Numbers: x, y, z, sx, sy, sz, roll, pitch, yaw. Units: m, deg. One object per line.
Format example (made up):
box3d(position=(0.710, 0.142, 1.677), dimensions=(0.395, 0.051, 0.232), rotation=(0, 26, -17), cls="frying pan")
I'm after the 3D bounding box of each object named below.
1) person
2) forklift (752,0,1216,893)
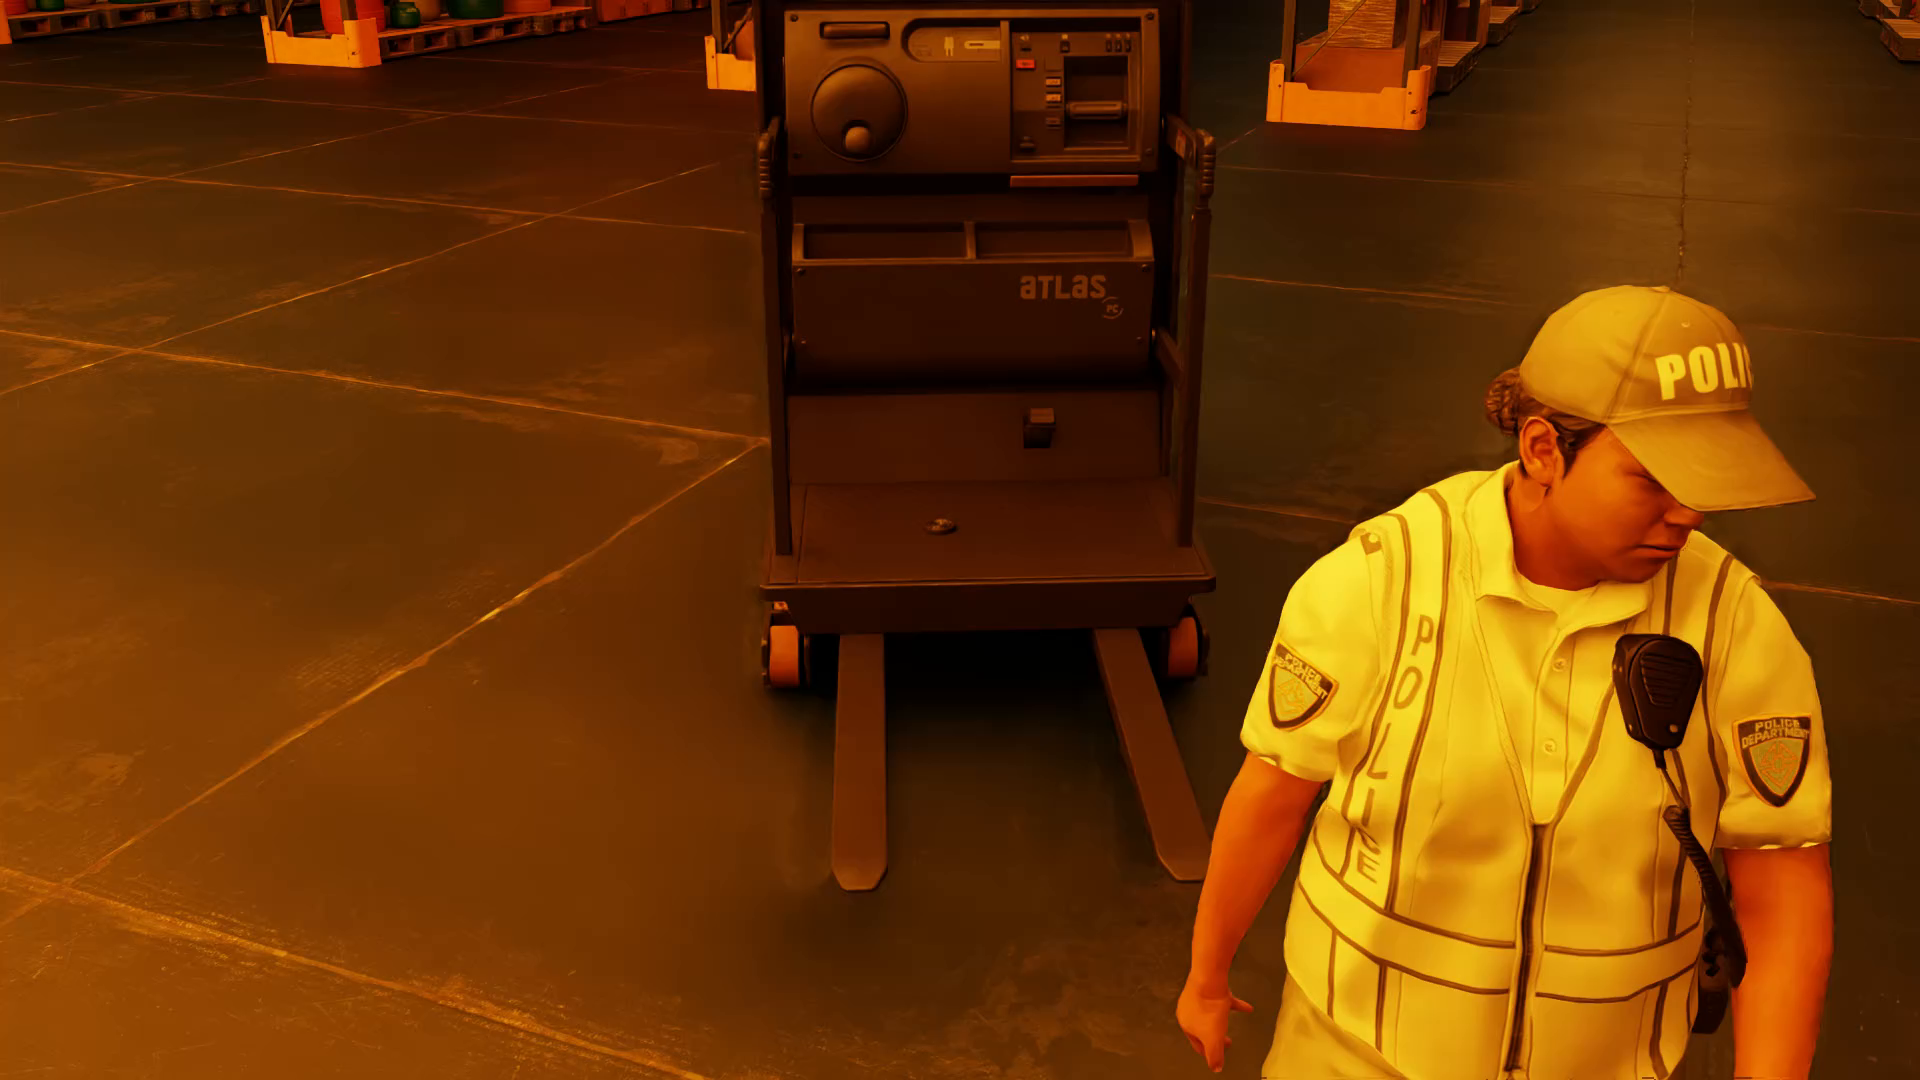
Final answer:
box3d(position=(0.536, 0.516, 1.779), dimensions=(0.601, 1.614, 0.647), rotation=(3, 23, 7), cls="person")
box3d(position=(0.046, -1.104, 3.934), dimensions=(1.130, 2.935, 3.031), rotation=(-1, 23, -3), cls="forklift")
